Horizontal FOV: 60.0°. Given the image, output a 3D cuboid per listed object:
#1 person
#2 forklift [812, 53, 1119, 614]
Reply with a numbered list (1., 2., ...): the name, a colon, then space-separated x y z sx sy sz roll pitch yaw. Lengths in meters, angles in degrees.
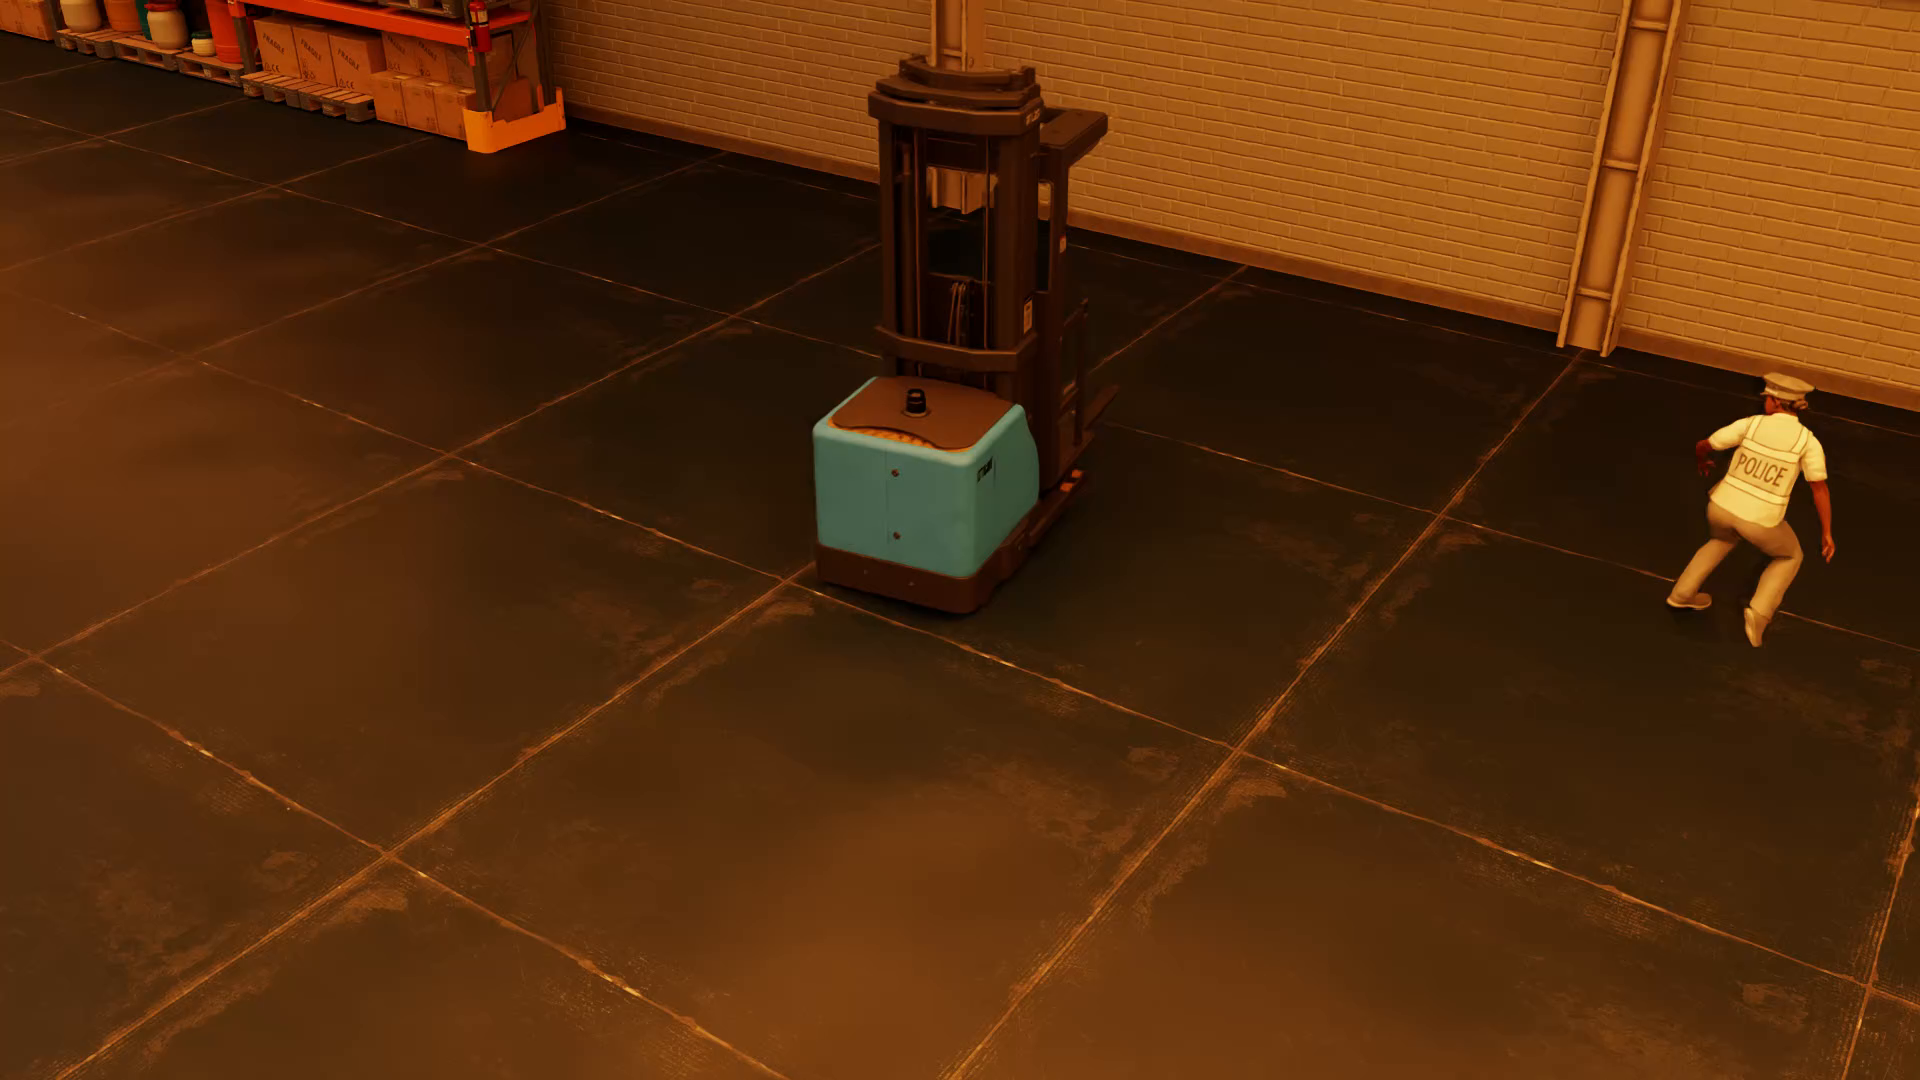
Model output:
1. person: 4.508 -0.152 9.345 0.505 1.531 0.908 -26 39 -37
2. forklift: 0.211 -1.561 10.269 1.130 2.935 3.031 13 33 21
